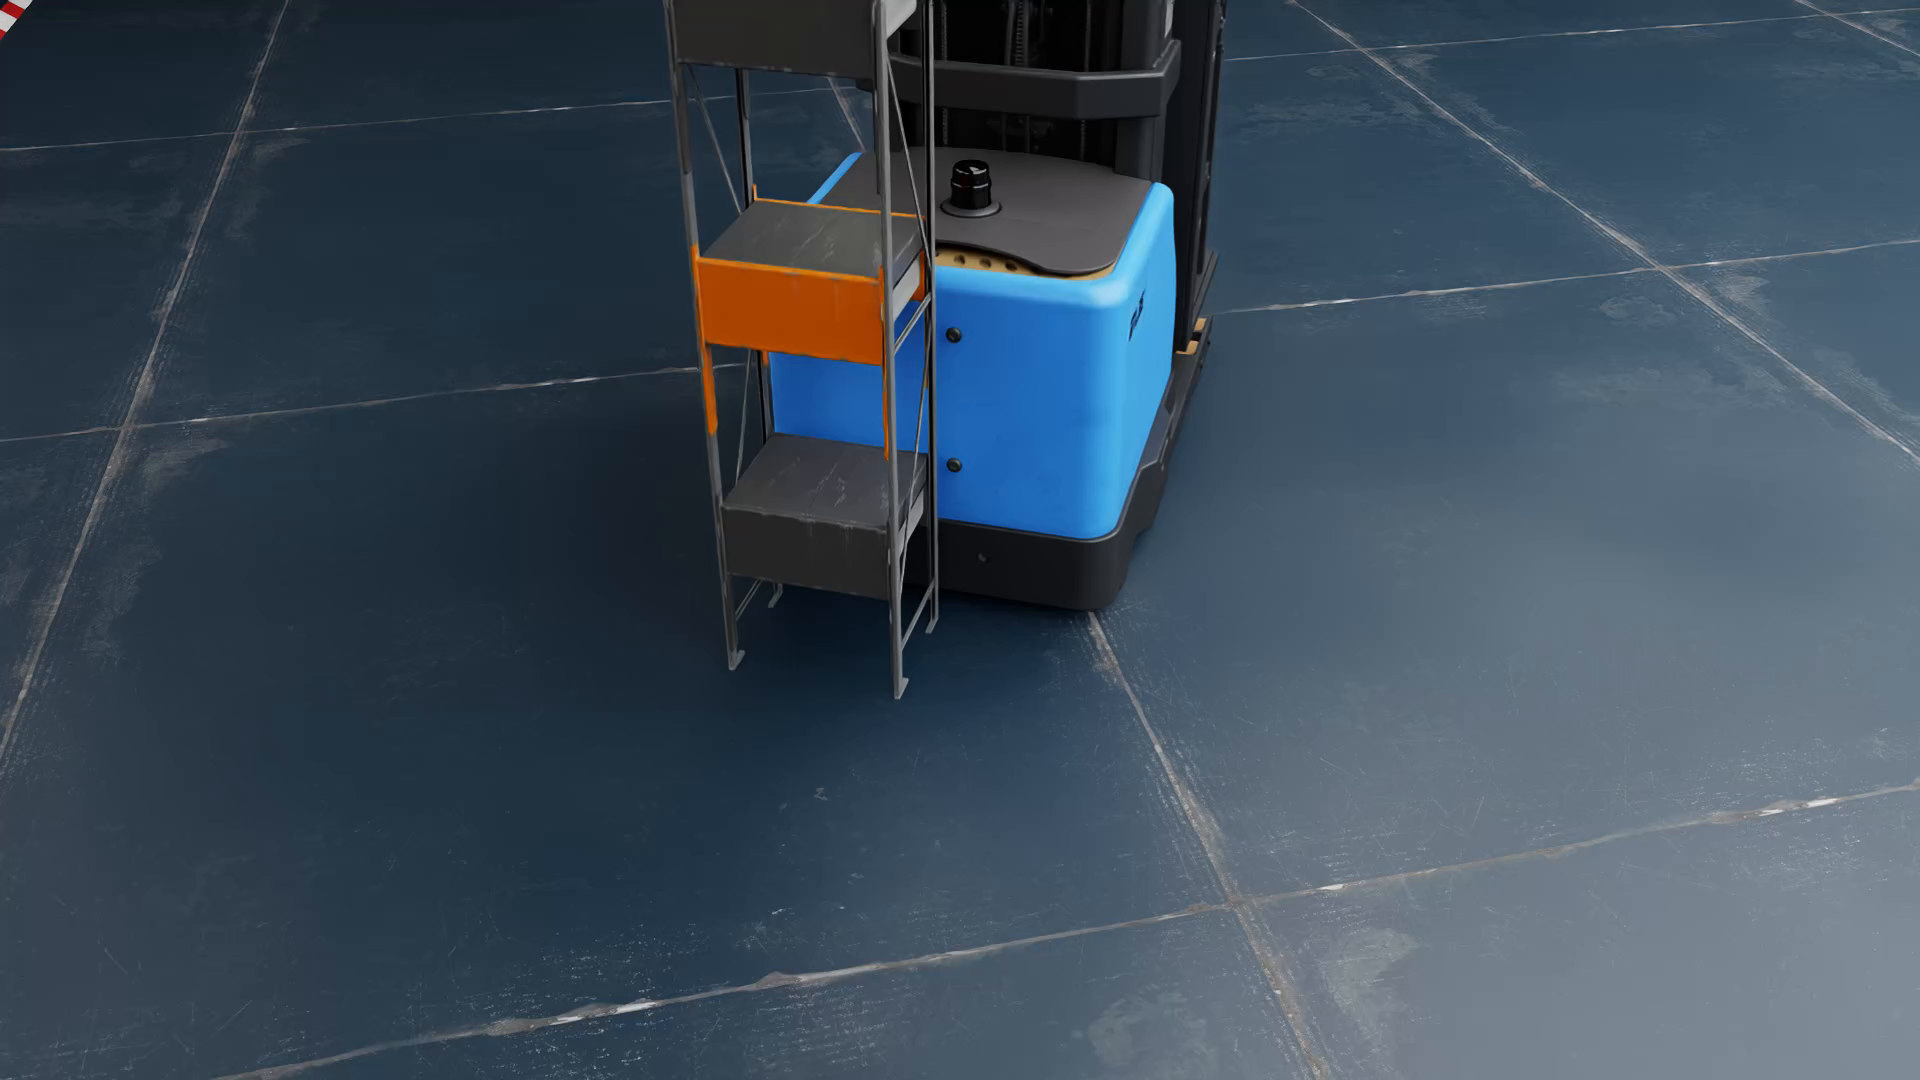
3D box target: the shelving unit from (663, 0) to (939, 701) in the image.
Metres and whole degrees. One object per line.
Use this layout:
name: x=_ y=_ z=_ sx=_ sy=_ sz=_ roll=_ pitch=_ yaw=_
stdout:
shelving unit: x=-0.358 y=-0.572 z=4.217 sx=0.503 sy=2.100 sz=0.431 roll=9 pitch=35 yaw=13

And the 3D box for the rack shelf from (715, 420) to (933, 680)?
rack shelf: x=-0.358 y=0.021 z=4.615 sx=0.480 sy=0.518 sz=0.431 roll=9 pitch=35 yaw=13

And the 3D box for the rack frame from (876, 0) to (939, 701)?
rack frame: x=-0.122 y=-0.536 z=4.164 sx=0.015 sy=2.100 sz=0.400 roll=9 pitch=35 yaw=13

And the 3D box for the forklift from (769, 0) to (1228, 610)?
forklift: x=0.324 y=-1.830 z=5.347 sx=1.130 sy=2.935 sz=3.031 roll=9 pitch=35 yaw=13

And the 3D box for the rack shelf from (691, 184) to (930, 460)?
rack shelf: x=-0.358 y=-0.560 z=4.225 sx=0.480 sy=0.518 sz=0.431 roll=9 pitch=35 yaw=13

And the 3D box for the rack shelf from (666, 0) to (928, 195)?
rack shelf: x=-0.358 y=-1.142 z=3.835 sx=0.480 sy=0.518 sz=0.431 roll=9 pitch=35 yaw=13

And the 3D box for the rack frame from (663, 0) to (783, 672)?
rack frame: x=-0.593 y=-0.607 z=4.271 sx=0.015 sy=2.100 sz=0.400 roll=9 pitch=35 yaw=13
